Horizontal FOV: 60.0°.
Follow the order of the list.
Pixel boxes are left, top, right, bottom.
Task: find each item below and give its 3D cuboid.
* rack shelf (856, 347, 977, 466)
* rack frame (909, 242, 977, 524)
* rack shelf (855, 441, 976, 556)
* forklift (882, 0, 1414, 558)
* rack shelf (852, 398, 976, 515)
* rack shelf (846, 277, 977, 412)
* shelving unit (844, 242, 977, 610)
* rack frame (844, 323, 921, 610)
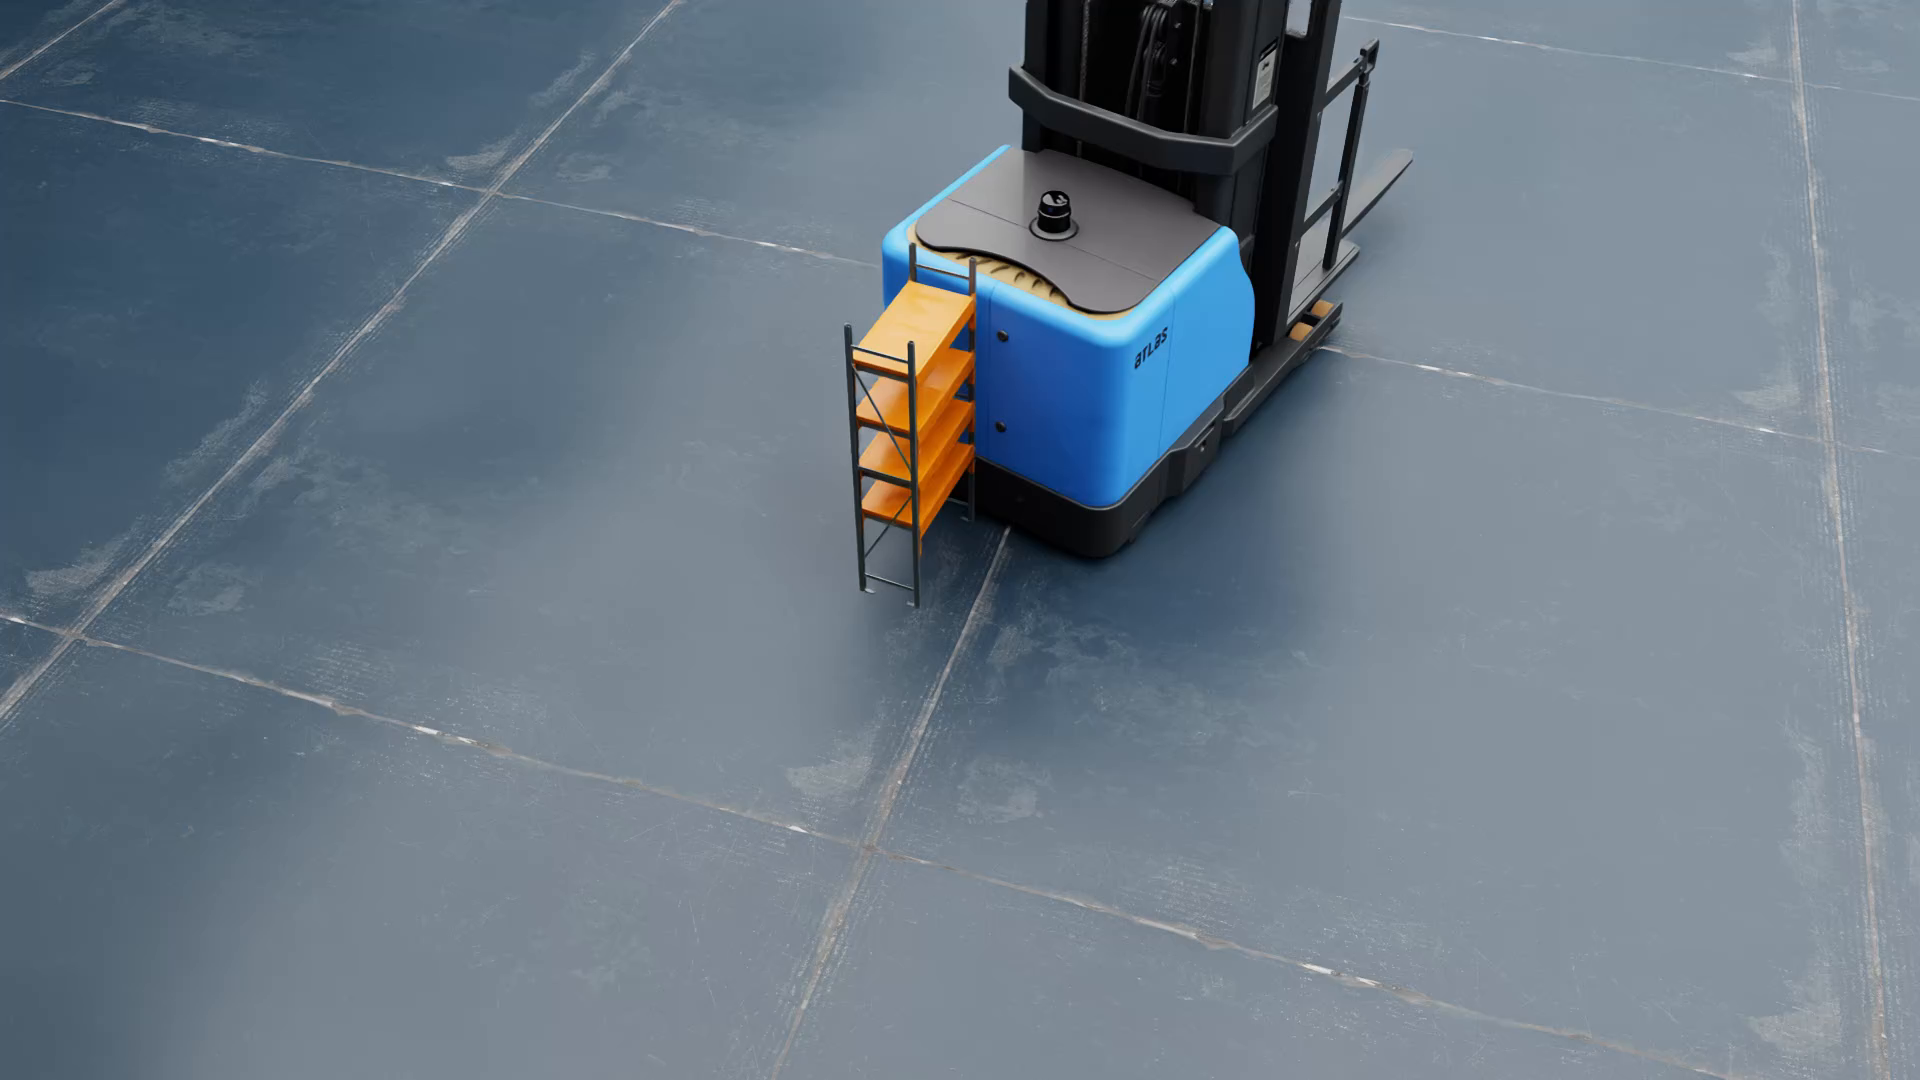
[{"bbox_3d":[-0.155,-0.485,5.664,0.258,0.148,0.480,17,47,17],"label":"rack shelf"},{"bbox_3d":[-0.058,-0.529,5.933,0.240,1.200,0.015,17,47,17],"label":"rack frame"},{"bbox_3d":[-0.155,-0.183,5.959,0.258,0.148,0.480,17,47,17],"label":"rack shelf"},{"bbox_3d":[0.974,-1.976,6.174,1.130,2.935,3.031,27,50,25],"label":"forklift"},{"bbox_3d":[-0.155,-0.325,5.820,0.258,0.148,0.480,17,47,17],"label":"rack shelf"},{"bbox_3d":[-0.155,-0.654,5.498,0.258,0.148,0.480,17,47,17],"label":"rack shelf"},{"bbox_3d":[-0.155,-0.373,5.773,0.258,1.200,0.503,17,47,17],"label":"shelving unit"},{"bbox_3d":[-0.253,-0.216,5.613,0.240,1.200,0.015,17,47,17],"label":"rack frame"}]
